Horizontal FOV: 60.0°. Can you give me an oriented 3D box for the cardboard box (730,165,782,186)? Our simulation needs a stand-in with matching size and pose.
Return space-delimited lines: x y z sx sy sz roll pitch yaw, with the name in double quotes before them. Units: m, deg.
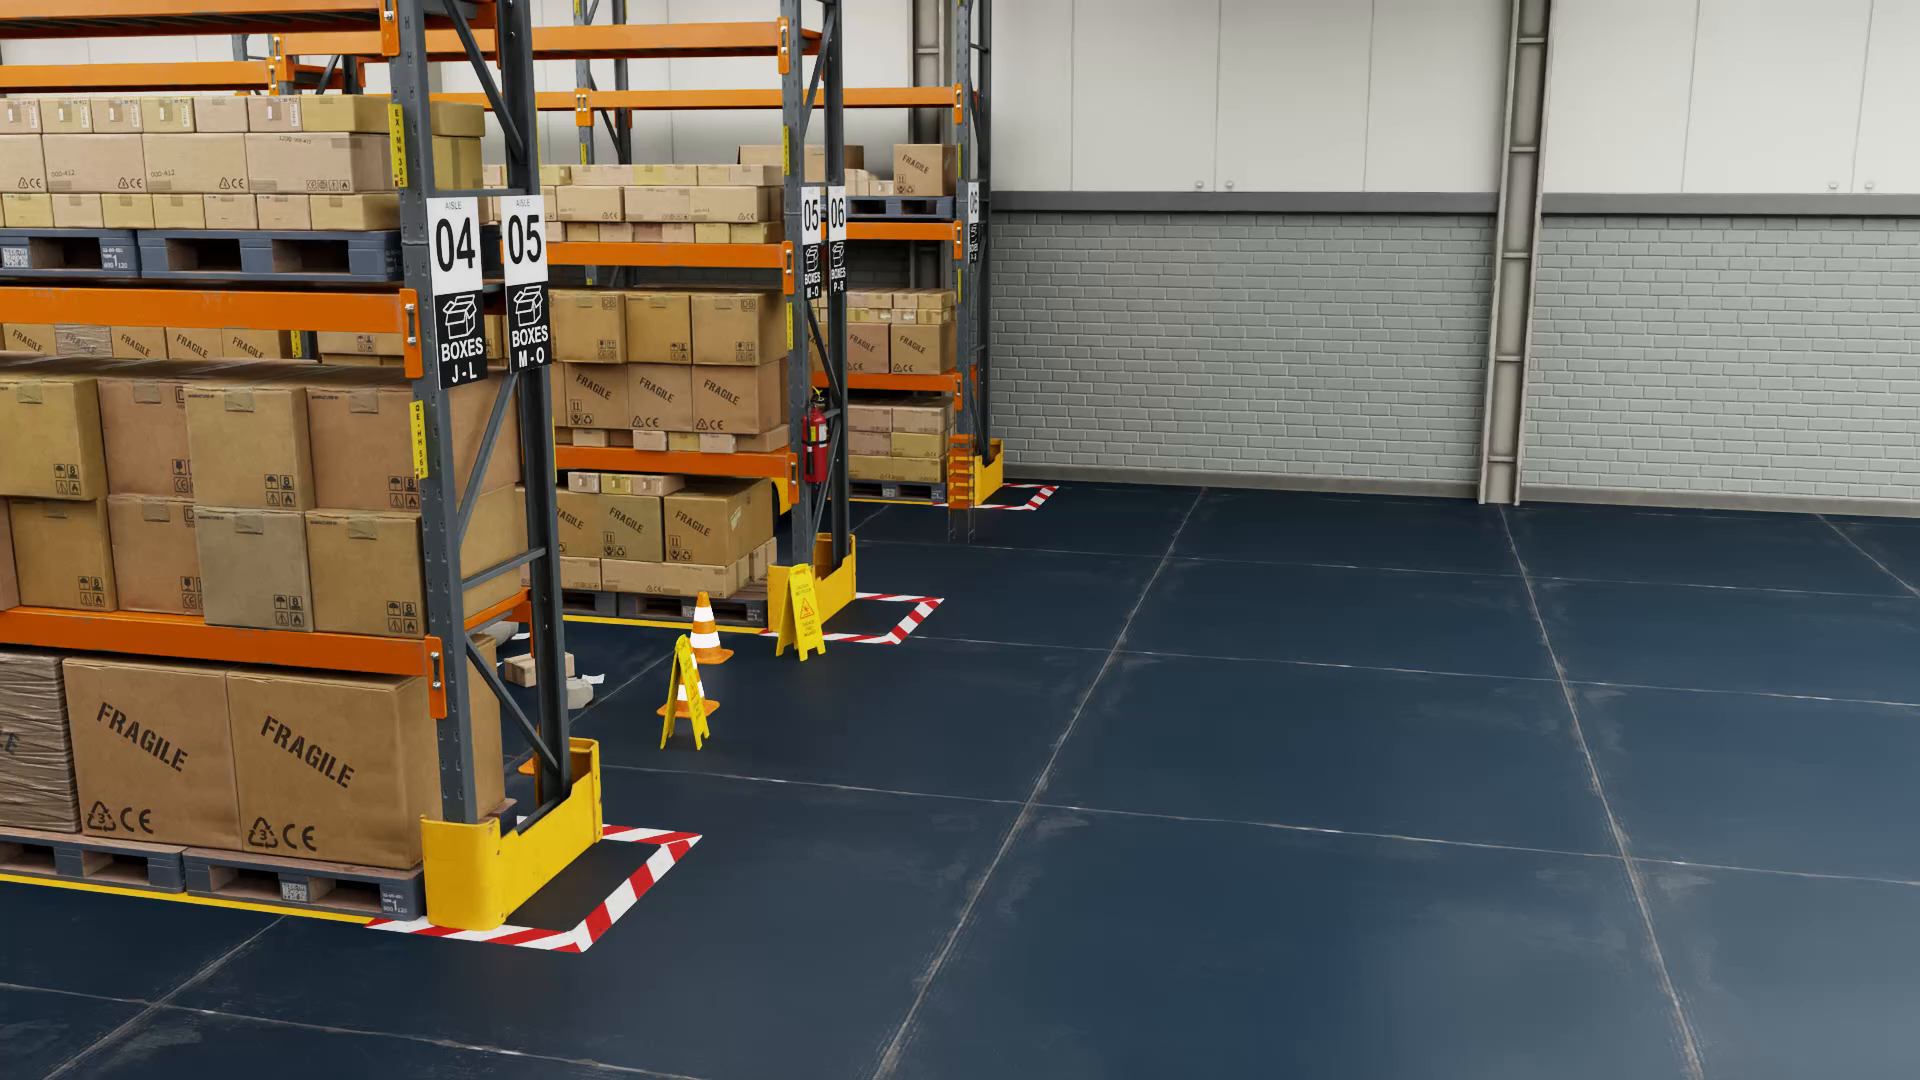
"cardboard box" -1.443 -2.585 11.791 0.250 0.149 0.380 3 13 14

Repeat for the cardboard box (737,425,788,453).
"cardboard box" -1.458 -0.751 12.288 0.250 0.149 0.380 4 13 15

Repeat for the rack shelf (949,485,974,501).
"rack shelf" 0.014 -0.424 15.152 0.180 0.103 0.258 3 13 14

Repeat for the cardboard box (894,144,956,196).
"cardboard box" -0.346 -3.682 16.562 0.500 0.500 0.500 3 13 15

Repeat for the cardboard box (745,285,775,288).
"cardboard box" -2.124 -2.635 17.786 0.250 0.149 0.380 3 13 13

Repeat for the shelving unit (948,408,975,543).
"shelving unit" 0.014 -0.585 15.117 0.189 1.200 0.258 3 13 14

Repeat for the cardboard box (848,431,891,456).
"cardboard box" -0.890 -1.037 17.225 0.500 0.250 0.500 3 13 13

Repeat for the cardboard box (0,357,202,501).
"cardboard box" -4.096 -0.547 7.953 0.500 0.550 0.875 3 13 14

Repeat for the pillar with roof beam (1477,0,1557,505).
"pillar with roof beam" 4.475 -3.881 11.965 0.400 9.000 9.100 3 13 14

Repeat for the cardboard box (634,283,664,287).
"cardboard box" -3.359 -2.708 18.116 0.250 0.149 0.380 3 13 14

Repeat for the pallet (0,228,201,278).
"pallet" -4.043 -1.373 7.792 1.213 0.211 1.003 3 13 14

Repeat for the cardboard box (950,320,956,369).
"cardboard box" -0.273 -2.076 17.450 0.500 0.500 0.500 3 13 15

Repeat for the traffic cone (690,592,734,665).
"traffic cone" -1.771 0.589 11.529 0.334 0.463 0.336 3 13 14

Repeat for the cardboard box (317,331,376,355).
"cardboard box" -4.552 -1.720 12.852 0.500 0.500 0.700 3 13 13

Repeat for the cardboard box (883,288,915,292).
"cardboard box" -0.639 -2.547 17.391 0.250 0.149 0.380 3 13 15

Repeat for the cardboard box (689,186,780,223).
"cardboard box" -1.605 -2.405 11.899 0.500 0.250 0.500 3 13 13

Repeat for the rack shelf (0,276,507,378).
"rack shelf" -4.074 -1.070 7.882 4.000 0.370 1.077 3 13 14

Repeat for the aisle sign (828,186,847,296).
"aisle sign" -0.910 -2.230 12.374 0.004 0.787 0.394 3 13 14

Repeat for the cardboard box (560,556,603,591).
"cardboard box" -2.904 0.199 12.808 0.500 0.250 0.500 3 13 12

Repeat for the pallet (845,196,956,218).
"pallet" -0.539 -3.406 16.956 1.213 0.211 1.003 3 13 14

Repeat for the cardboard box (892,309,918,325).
"cardboard box" -0.517 -2.274 16.848 0.250 0.149 0.380 3 13 14

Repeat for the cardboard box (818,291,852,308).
"cardboard box" -1.267 -2.461 17.001 0.250 0.149 0.380 3 13 15

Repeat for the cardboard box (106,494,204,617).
"cardboard box" -3.556 -0.015 8.046 0.550 0.550 0.875 3 13 14

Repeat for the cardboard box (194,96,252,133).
"cardboard box" -3.031 -1.810 7.097 0.250 0.149 0.380 3 13 14

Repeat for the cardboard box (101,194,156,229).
"cardboard box" -3.524 -1.447 7.301 0.250 0.149 0.380 3 13 13

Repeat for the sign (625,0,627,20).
"sign" -3.585 -5.728 17.769 0.005 0.325 0.100 3 13 14

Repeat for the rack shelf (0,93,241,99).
"rack shelf" -9.567 -4.844 18.892 4.000 0.370 1.077 3 13 14

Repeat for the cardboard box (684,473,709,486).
"cardboard box" -2.293 -0.255 13.121 0.500 0.500 0.500 3 13 11

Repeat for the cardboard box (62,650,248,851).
"cardboard box" -3.661 0.913 8.145 0.875 0.875 0.875 3 13 13

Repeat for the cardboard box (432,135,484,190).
"cardboard box" -2.539 -1.722 7.620 0.500 0.250 0.500 3 13 13

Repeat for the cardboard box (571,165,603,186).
"cardboard box" -2.654 -2.673 12.189 0.250 0.149 0.380 3 13 12

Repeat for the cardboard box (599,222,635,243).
"cardboard box" -2.440 -2.257 12.154 0.250 0.149 0.380 3 13 13

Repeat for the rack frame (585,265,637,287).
"rack frame" -3.742 -2.150 18.017 0.127 3.000 1.000 3 13 14

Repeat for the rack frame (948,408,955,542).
"rack frame" -0.075 -0.590 15.138 0.006 1.200 0.240 3 13 14

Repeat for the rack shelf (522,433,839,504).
"rack shelf" -2.986 -0.651 12.922 4.000 0.370 1.077 3 13 14

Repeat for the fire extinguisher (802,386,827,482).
"fire extinguisher" -1.043 -0.758 11.921 0.183 0.674 0.296 3 13 14

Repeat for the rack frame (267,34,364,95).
"rack frame" -4.927 -4.035 12.662 0.127 3.000 1.000 3 13 14

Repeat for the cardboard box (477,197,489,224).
"cardboard box" -2.388 -1.533 7.691 0.250 0.149 0.380 3 13 14

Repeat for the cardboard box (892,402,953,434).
"cardboard box" -0.380 -1.252 17.038 0.500 0.250 0.500 4 13 15

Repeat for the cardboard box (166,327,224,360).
"cardboard box" -5.913 -1.507 13.228 0.500 0.500 0.500 3 13 14

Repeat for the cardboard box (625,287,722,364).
"cardboard box" -2.082 -1.589 12.263 0.500 0.500 0.700 3 13 14

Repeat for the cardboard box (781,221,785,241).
"cardboard box" -1.288 -2.326 12.464 0.250 0.149 0.380 3 13 14

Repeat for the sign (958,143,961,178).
"sign" -0.002 -3.687 16.158 0.005 0.325 0.100 3 13 14

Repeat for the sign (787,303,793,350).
"sign" -1.196 -1.503 11.695 0.005 0.325 0.100 3 13 14

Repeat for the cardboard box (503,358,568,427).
"cardboard box" -3.094 -1.147 12.577 0.500 0.500 0.500 3 13 14

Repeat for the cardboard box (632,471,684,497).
"cardboard box" -2.257 -0.436 12.439 0.250 0.149 0.380 3 13 15

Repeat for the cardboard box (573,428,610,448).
"cardboard box" -2.717 -0.802 12.521 0.250 0.149 0.380 3 13 13

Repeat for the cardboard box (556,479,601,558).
"cardboard box" -2.880 -0.168 12.731 0.500 0.500 0.500 3 13 12
